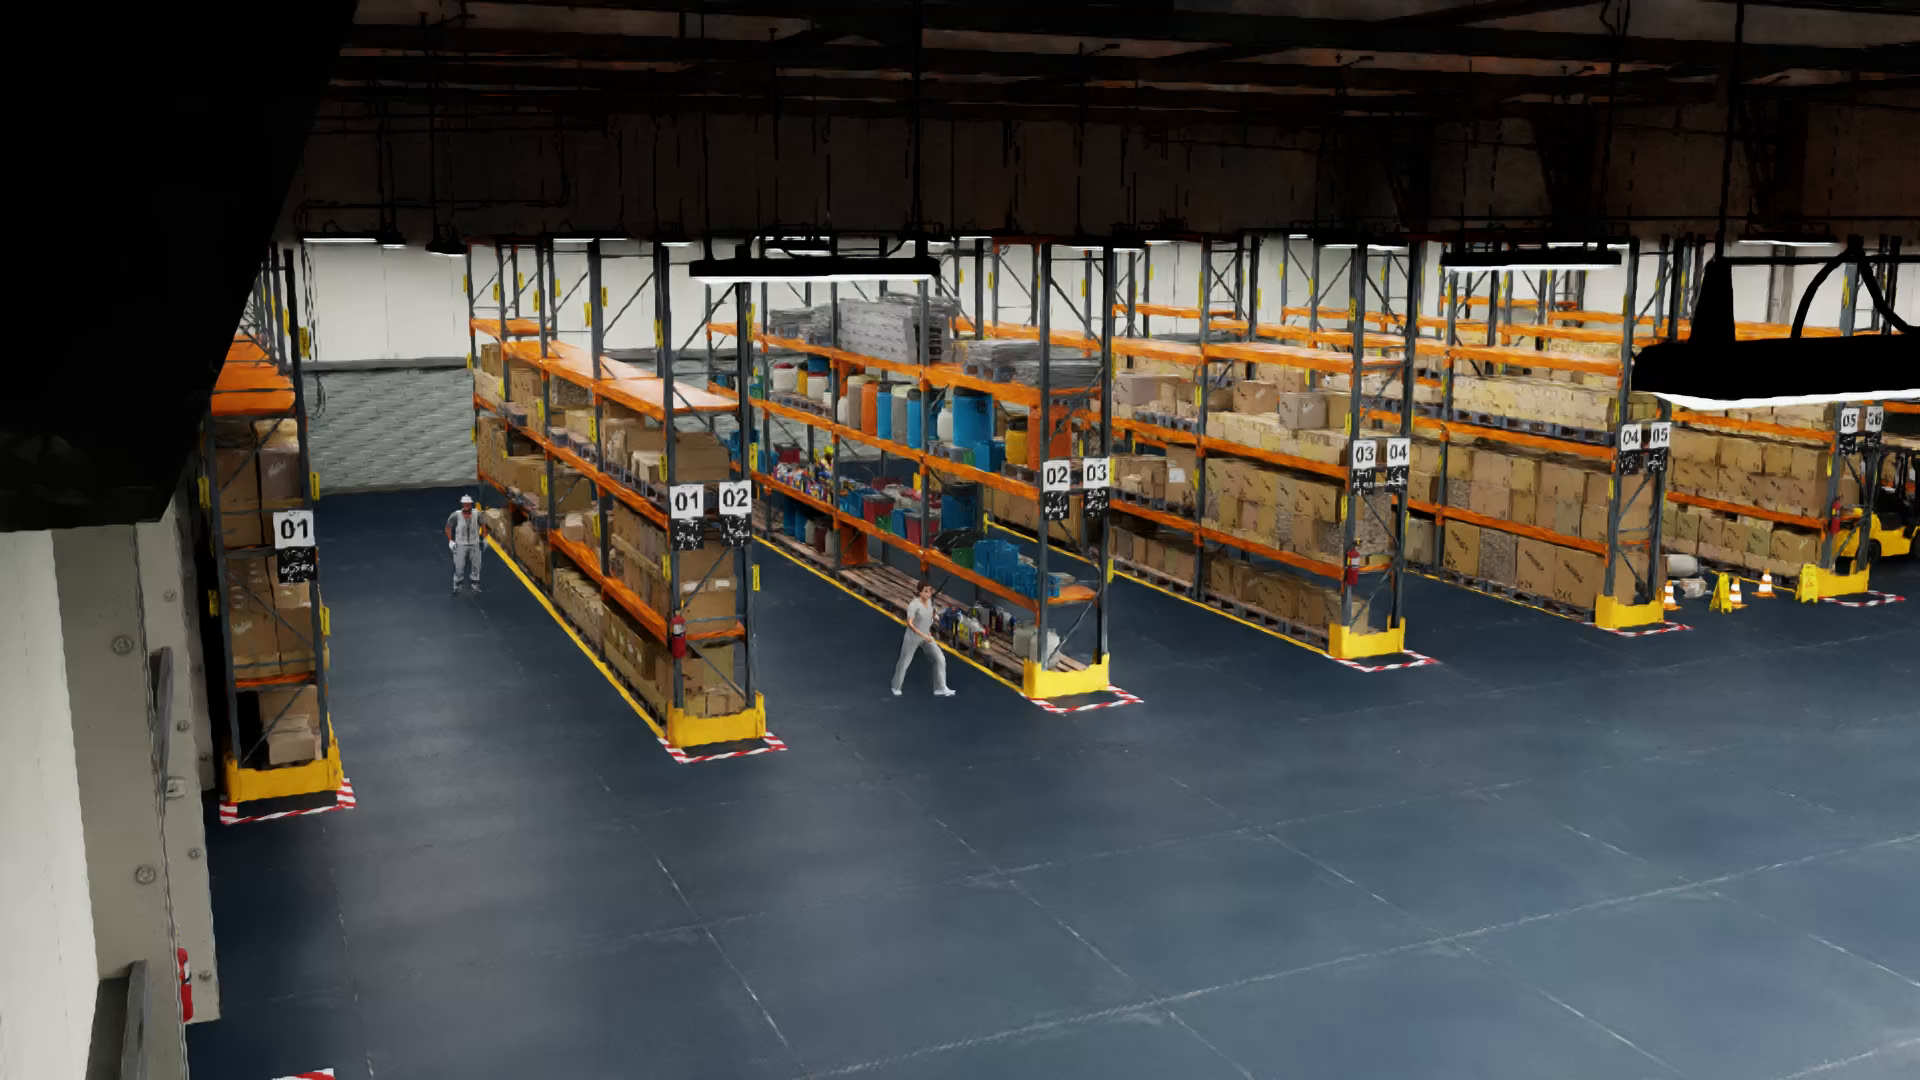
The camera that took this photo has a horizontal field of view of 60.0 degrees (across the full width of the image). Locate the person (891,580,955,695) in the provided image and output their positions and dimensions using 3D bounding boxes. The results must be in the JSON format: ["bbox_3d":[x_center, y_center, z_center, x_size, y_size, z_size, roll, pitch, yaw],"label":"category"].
[{"bbox_3d":[-0.541,1.294,22.184,0.604,1.603,0.811,-10,15,-41],"label":"person"}]

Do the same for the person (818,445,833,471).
[{"bbox_3d":[-2.762,-1.109,34.303,0.749,1.714,0.696,8,14,37],"label":"person"}]

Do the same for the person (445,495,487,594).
[{"bbox_3d":[-8.357,0.075,28.214,0.677,1.742,0.552,-5,12,-25],"label":"person"}]
